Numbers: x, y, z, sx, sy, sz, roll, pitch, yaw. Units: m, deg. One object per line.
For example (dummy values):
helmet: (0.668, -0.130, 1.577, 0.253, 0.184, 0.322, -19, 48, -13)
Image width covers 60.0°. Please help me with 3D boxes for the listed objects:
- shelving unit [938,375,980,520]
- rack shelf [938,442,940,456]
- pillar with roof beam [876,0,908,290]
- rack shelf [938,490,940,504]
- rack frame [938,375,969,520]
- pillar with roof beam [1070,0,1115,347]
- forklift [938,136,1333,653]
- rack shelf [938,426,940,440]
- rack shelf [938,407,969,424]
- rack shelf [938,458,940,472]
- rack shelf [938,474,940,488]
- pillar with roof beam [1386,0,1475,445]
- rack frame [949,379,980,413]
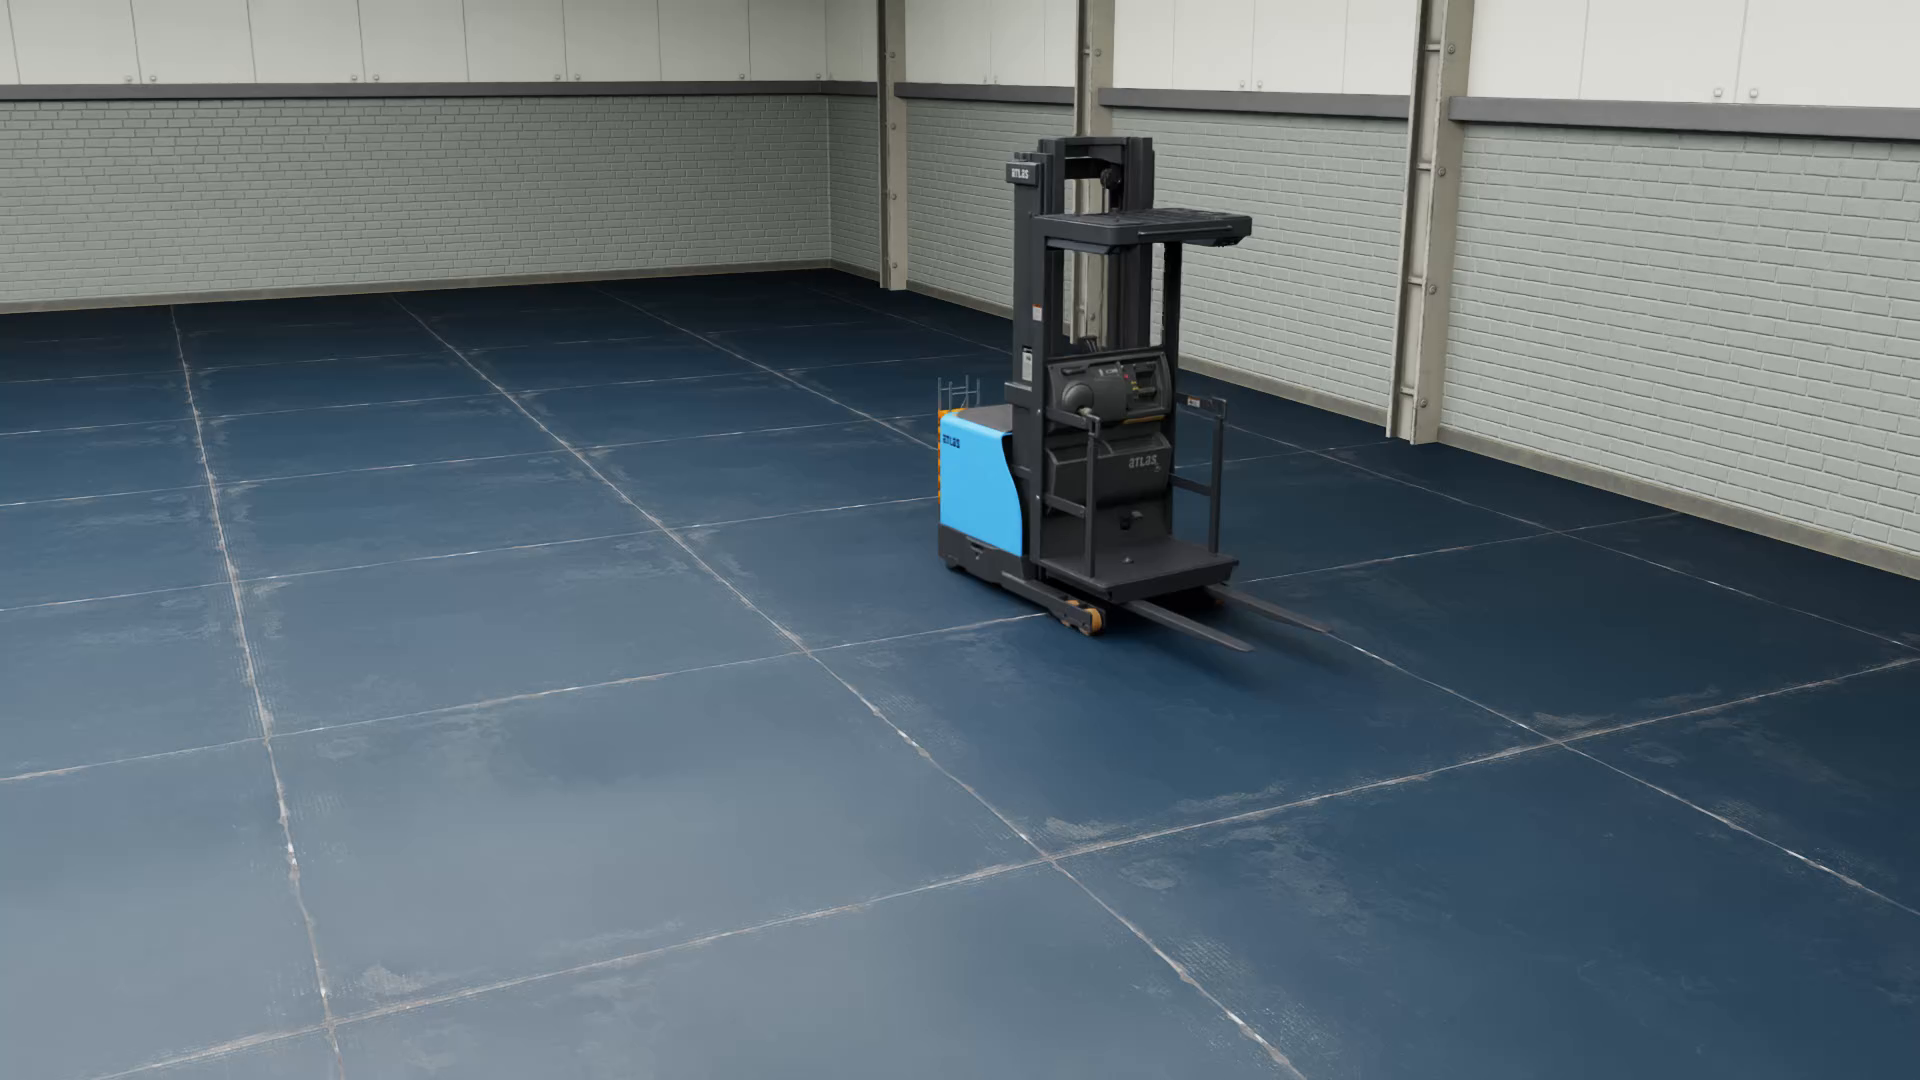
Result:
shelving unit: (-0.006, -0.580, 12.098, 0.258, 1.200, 0.189, -8, 18, -25)
rack shelf: (-0.006, -0.653, 12.077, 0.258, 0.103, 0.180, -8, 18, -25)
pillar with roof beam: (-4.899, -7.726, 22.861, 9.100, 9.000, 0.400, -8, 18, -25)
rack shelf: (-0.006, -0.307, 12.176, 0.258, 0.103, 0.180, -8, 18, -25)
rack frame: (-0.046, -0.603, 12.177, 0.240, 1.200, 0.006, -8, 18, -25)
pillar with roof beam: (-2.270, -6.239, 17.676, 9.100, 9.000, 0.400, -8, 18, -25)
forklift: (1.066, -0.973, 10.328, 1.130, 2.935, 3.031, -10, 19, -31)
rack shelf: (-0.006, -0.768, 12.044, 0.258, 0.103, 0.180, -8, 18, -25)
rack shelf: (-0.006, -0.884, 12.011, 0.258, 0.103, 0.180, -8, 18, -25)
rack shelf: (-0.006, -0.538, 12.110, 0.258, 0.103, 0.180, -8, 18, -25)
rack shelf: (-0.006, -0.422, 12.143, 0.258, 0.103, 0.180, -8, 18, -25)
pillar with roof beam: (0.358, -4.751, 12.492, 9.100, 9.000, 0.400, -8, 18, -25)
rack frame: (0.034, -0.558, 12.019, 0.240, 1.200, 0.006, -8, 18, -25)
